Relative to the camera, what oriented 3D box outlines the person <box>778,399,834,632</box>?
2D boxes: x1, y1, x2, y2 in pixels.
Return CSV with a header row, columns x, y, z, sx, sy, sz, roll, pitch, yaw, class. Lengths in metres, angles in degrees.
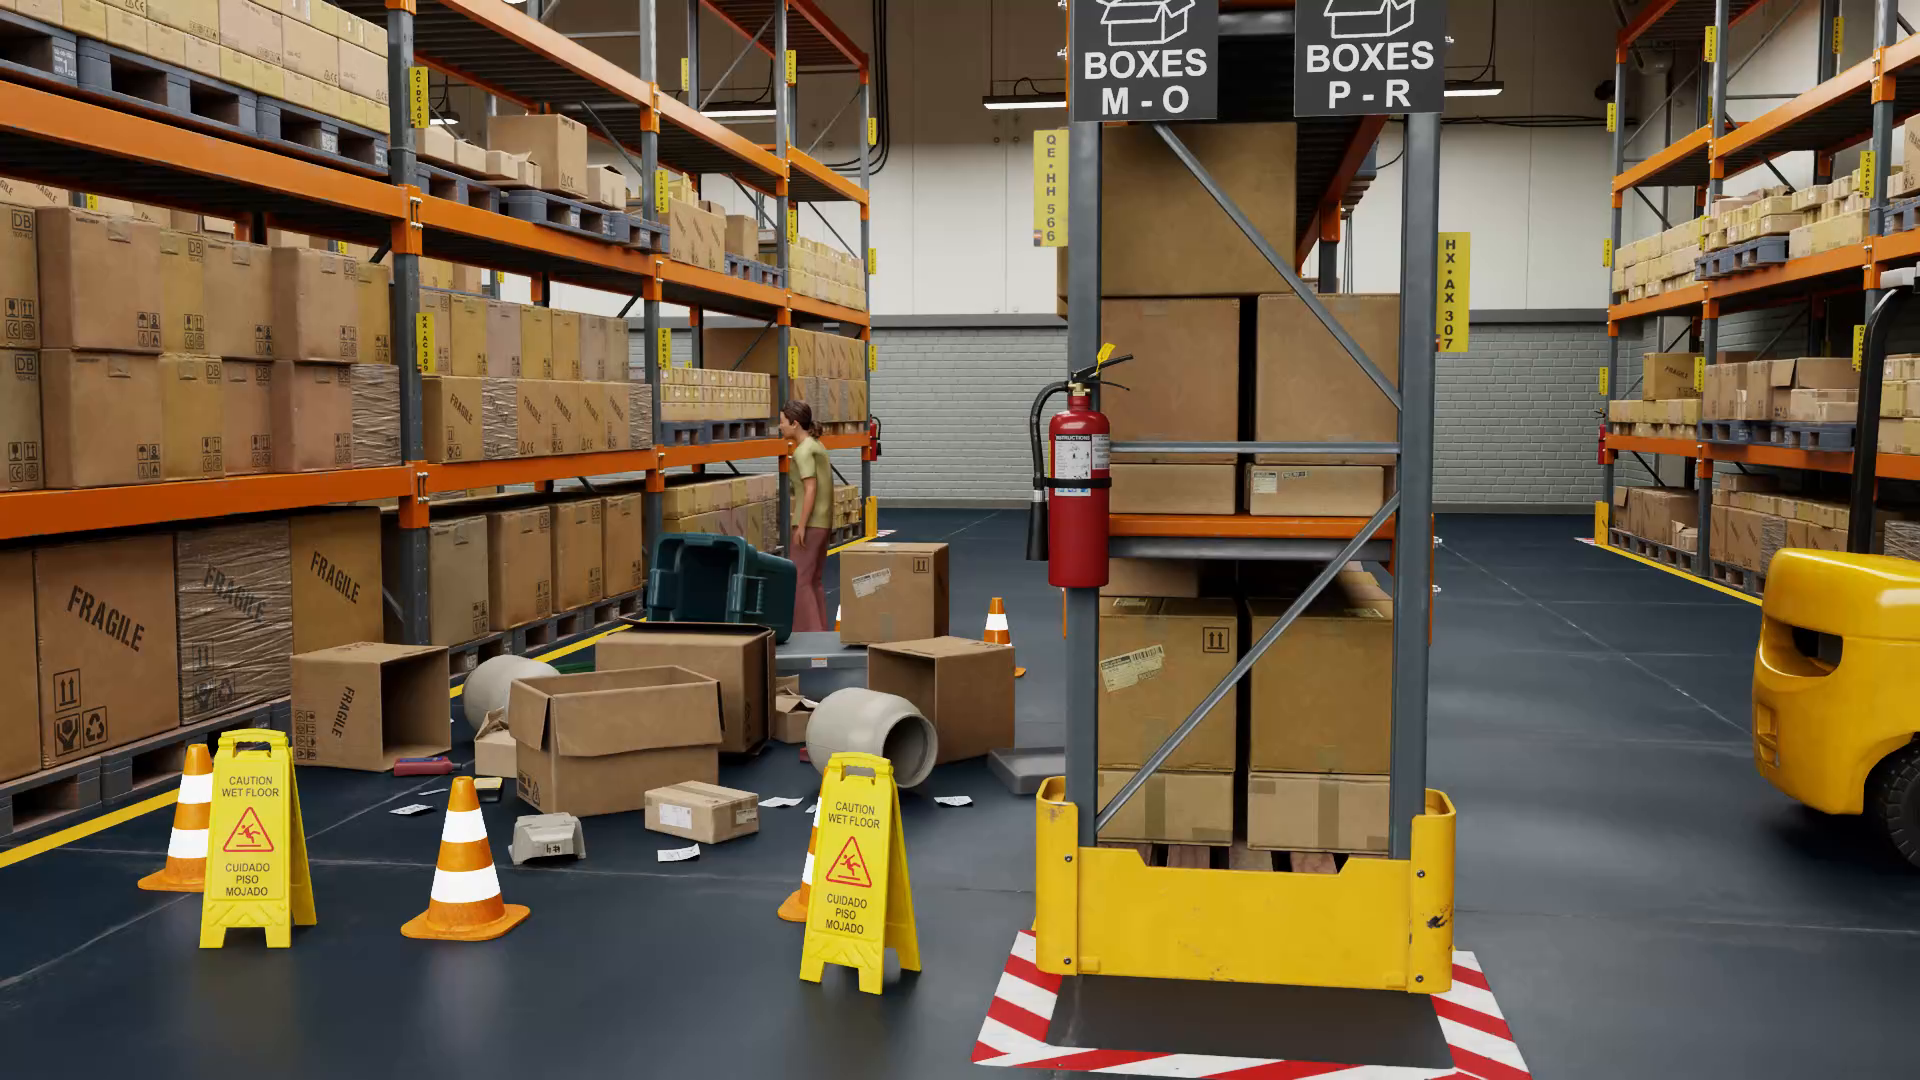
x,y,z,sx,sy,sz,roll,pitch,yaw,class
-0.997,-0.069,10.741,0.362,1.671,0.519,0,5,5,person
